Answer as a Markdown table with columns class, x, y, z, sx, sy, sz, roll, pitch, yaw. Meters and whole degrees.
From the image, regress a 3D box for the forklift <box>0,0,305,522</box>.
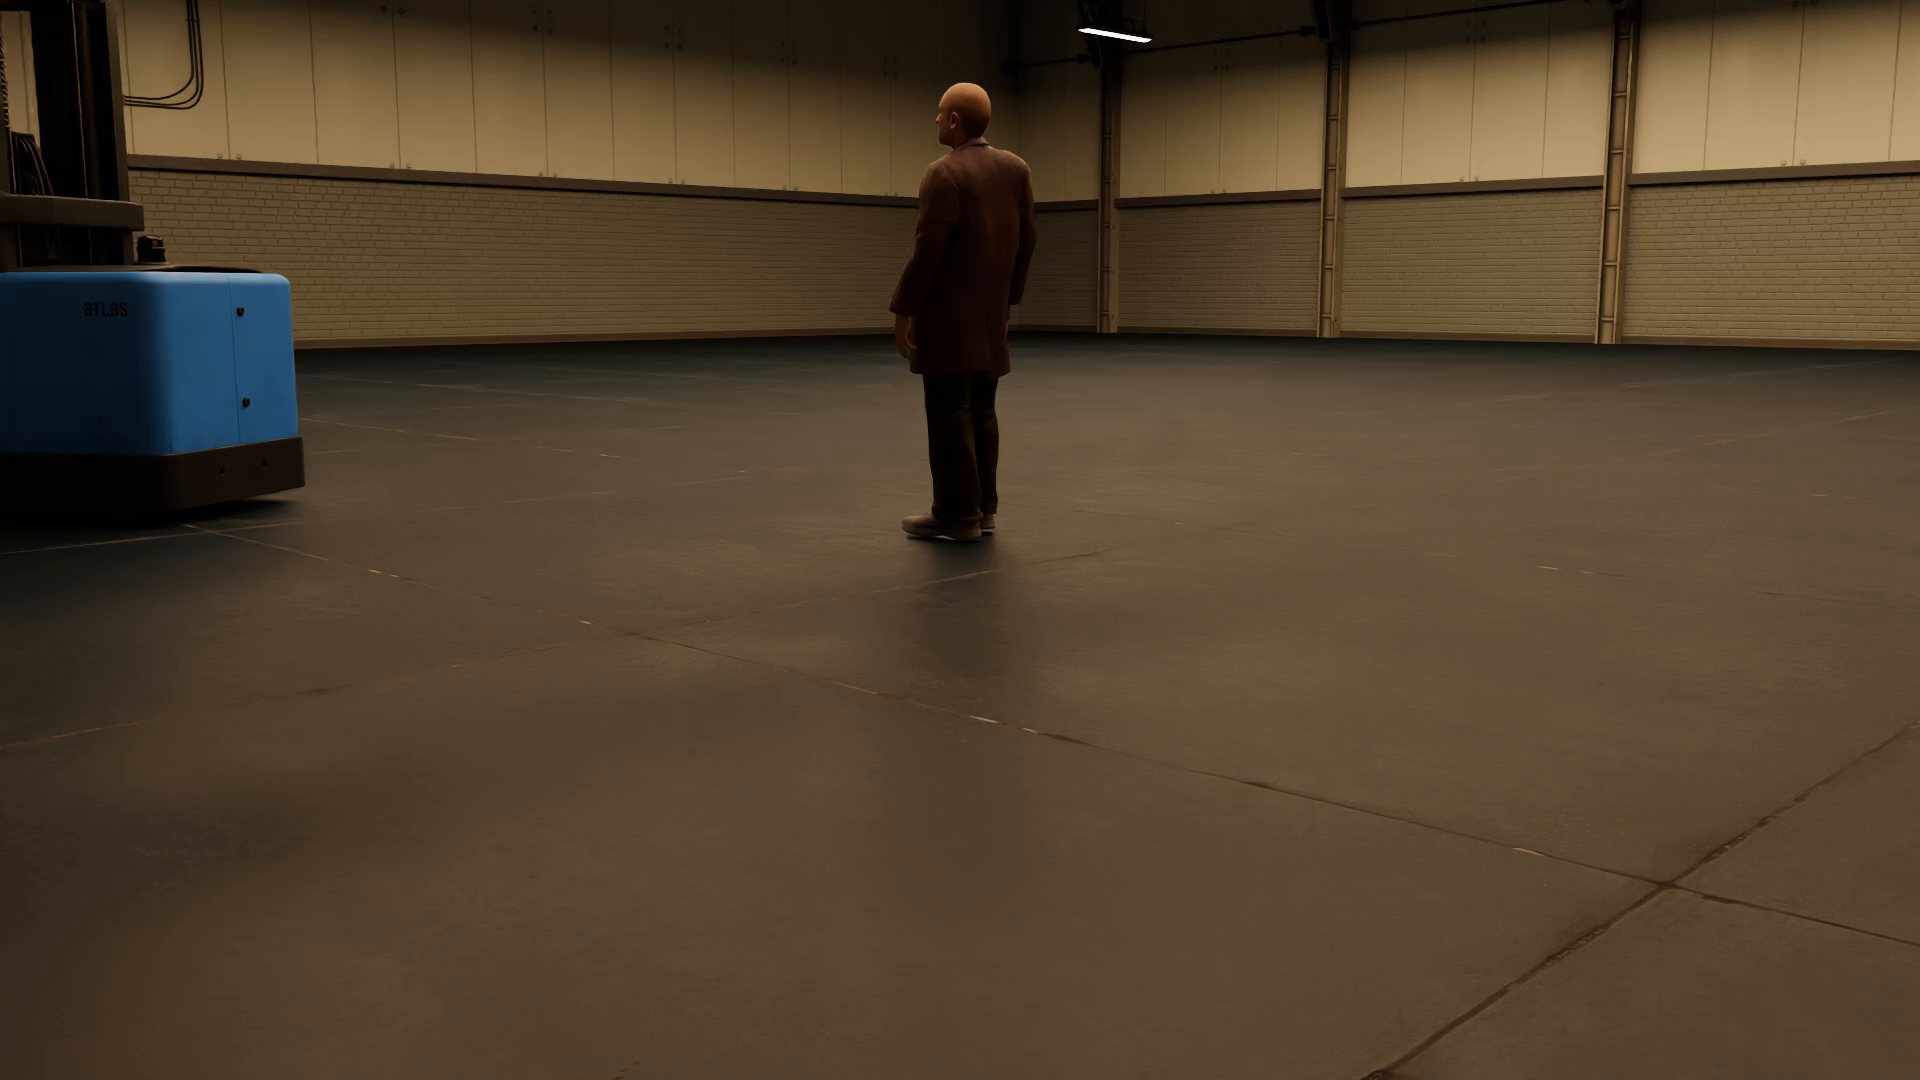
| class | x | y | z | sx | sy | sz | roll | pitch | yaw |
| --- | --- | --- | --- | --- | --- | --- | --- | --- | --- |
| forklift | -4.697 | -1.616 | 7.607 | 3.031 | 2.935 | 1.130 | 2 | 9 | 12 |

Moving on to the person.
| class | x | y | z | sx | sy | sz | roll | pitch | yaw |
| --- | --- | --- | --- | --- | --- | --- | --- | --- | --- |
| person | -0.062 | -0.896 | 6.649 | 0.582 | 1.776 | 0.696 | 8 | 12 | 43 |
